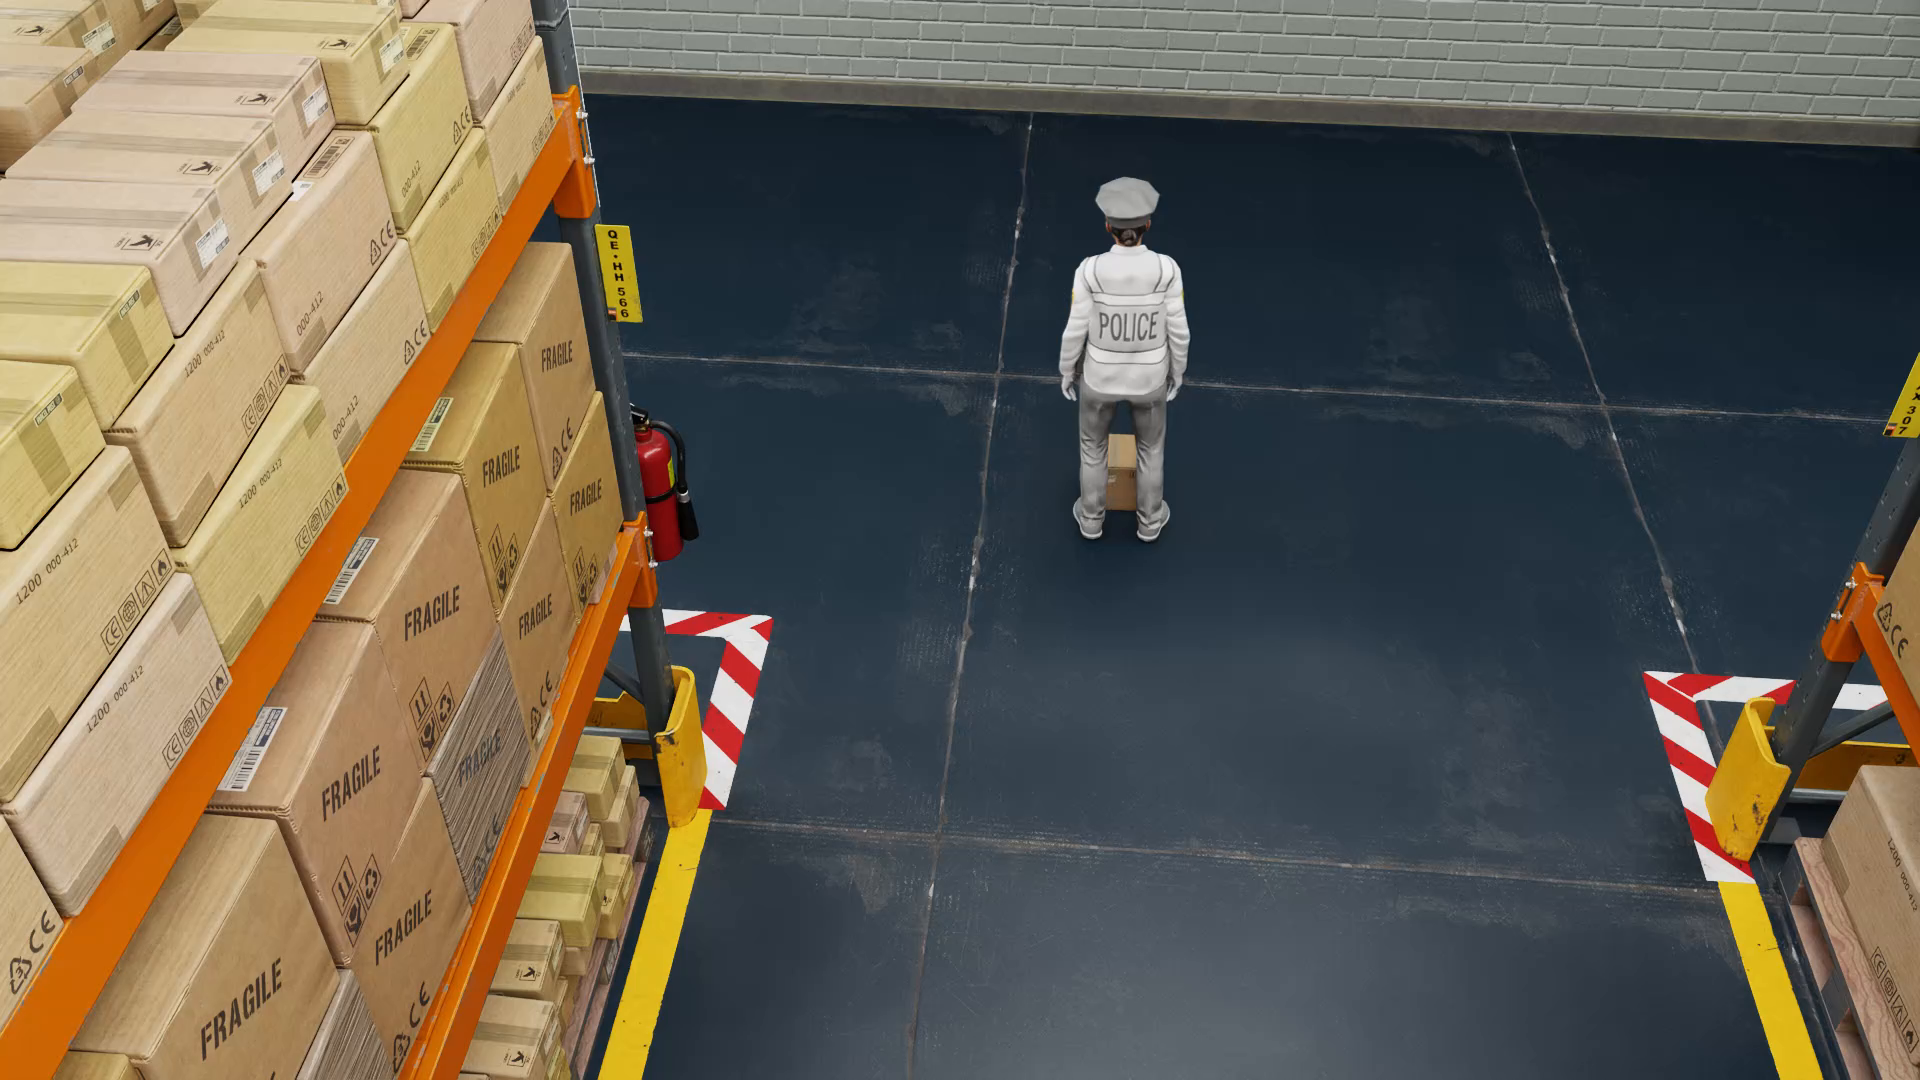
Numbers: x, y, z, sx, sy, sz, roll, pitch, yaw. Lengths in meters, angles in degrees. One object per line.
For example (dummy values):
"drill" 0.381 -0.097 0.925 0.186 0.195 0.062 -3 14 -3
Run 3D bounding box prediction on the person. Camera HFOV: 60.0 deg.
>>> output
"person" 0.682 -0.692 6.971 0.538 1.662 0.374 1 40 1
